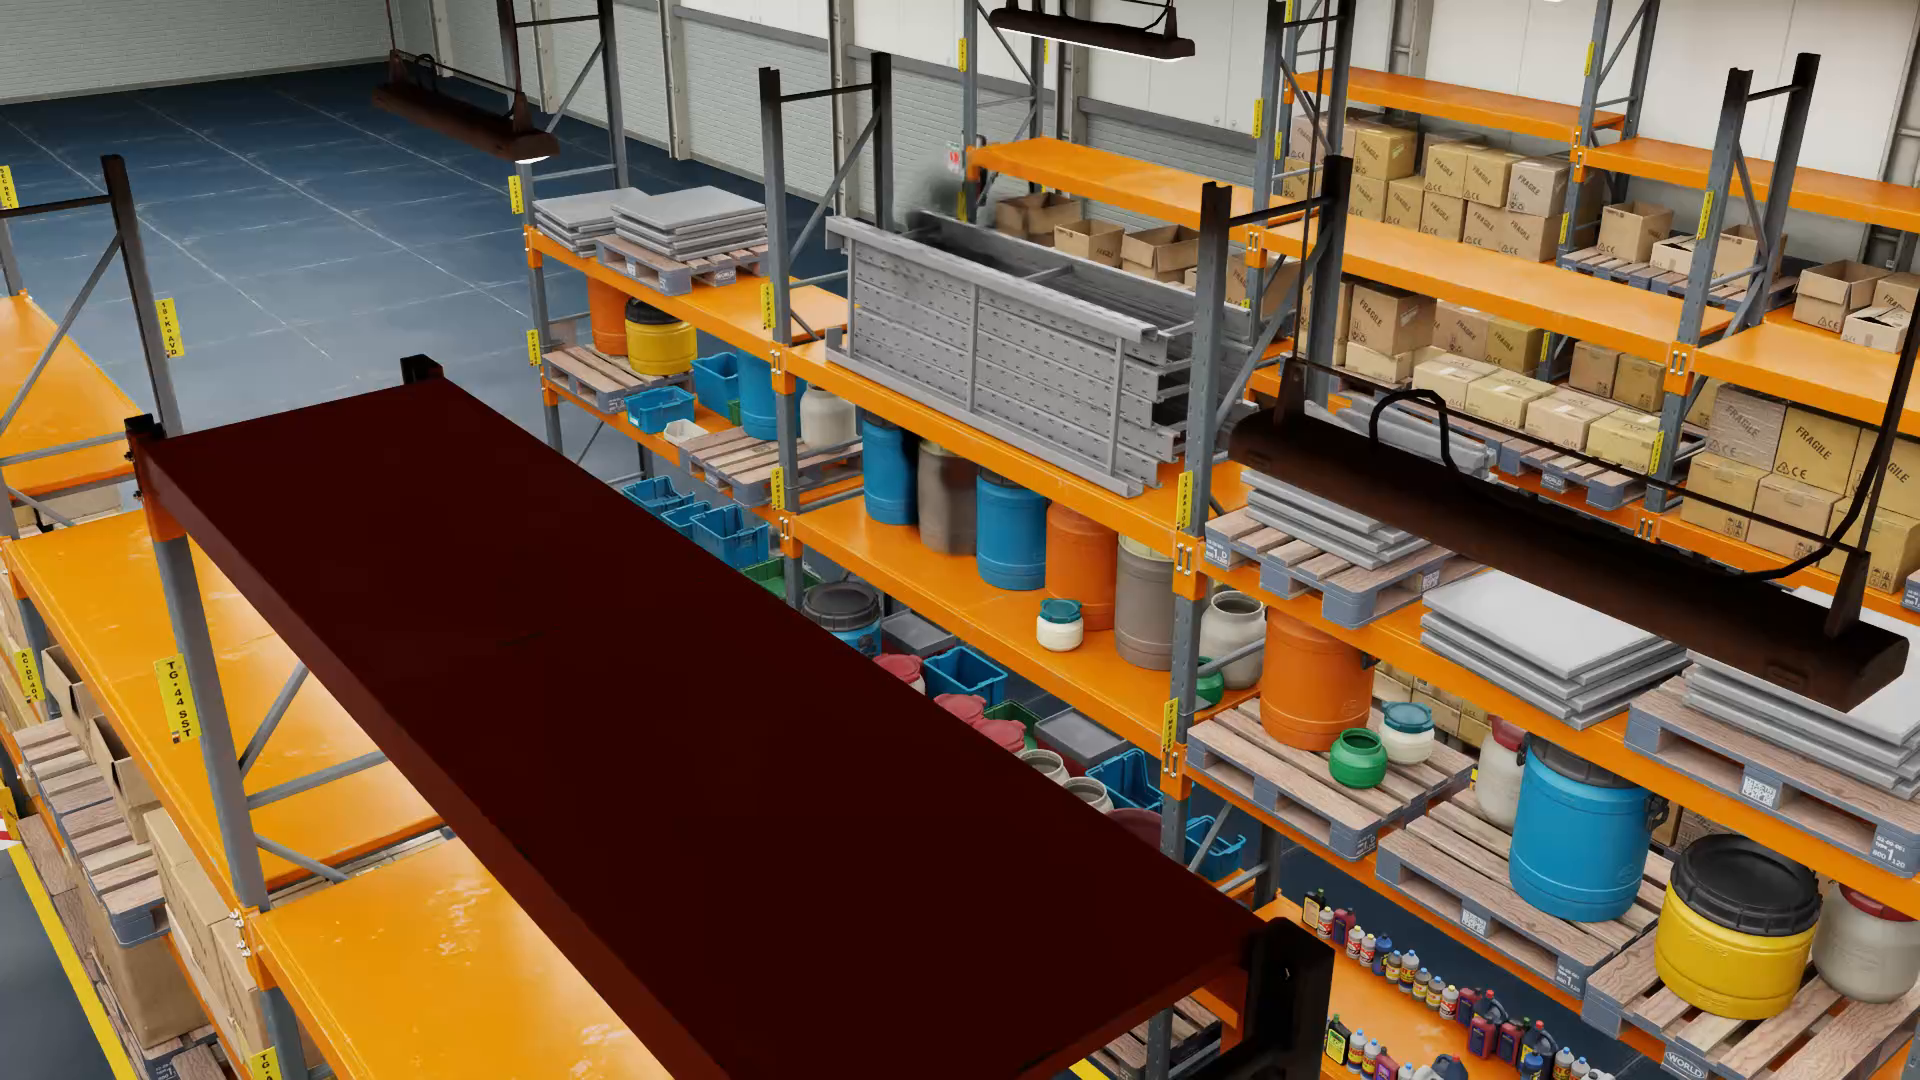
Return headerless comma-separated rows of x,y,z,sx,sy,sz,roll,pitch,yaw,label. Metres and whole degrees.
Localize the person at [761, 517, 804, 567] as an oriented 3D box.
-1.750,-0.158,16.826,0.506,1.568,0.536,23,34,39,person
